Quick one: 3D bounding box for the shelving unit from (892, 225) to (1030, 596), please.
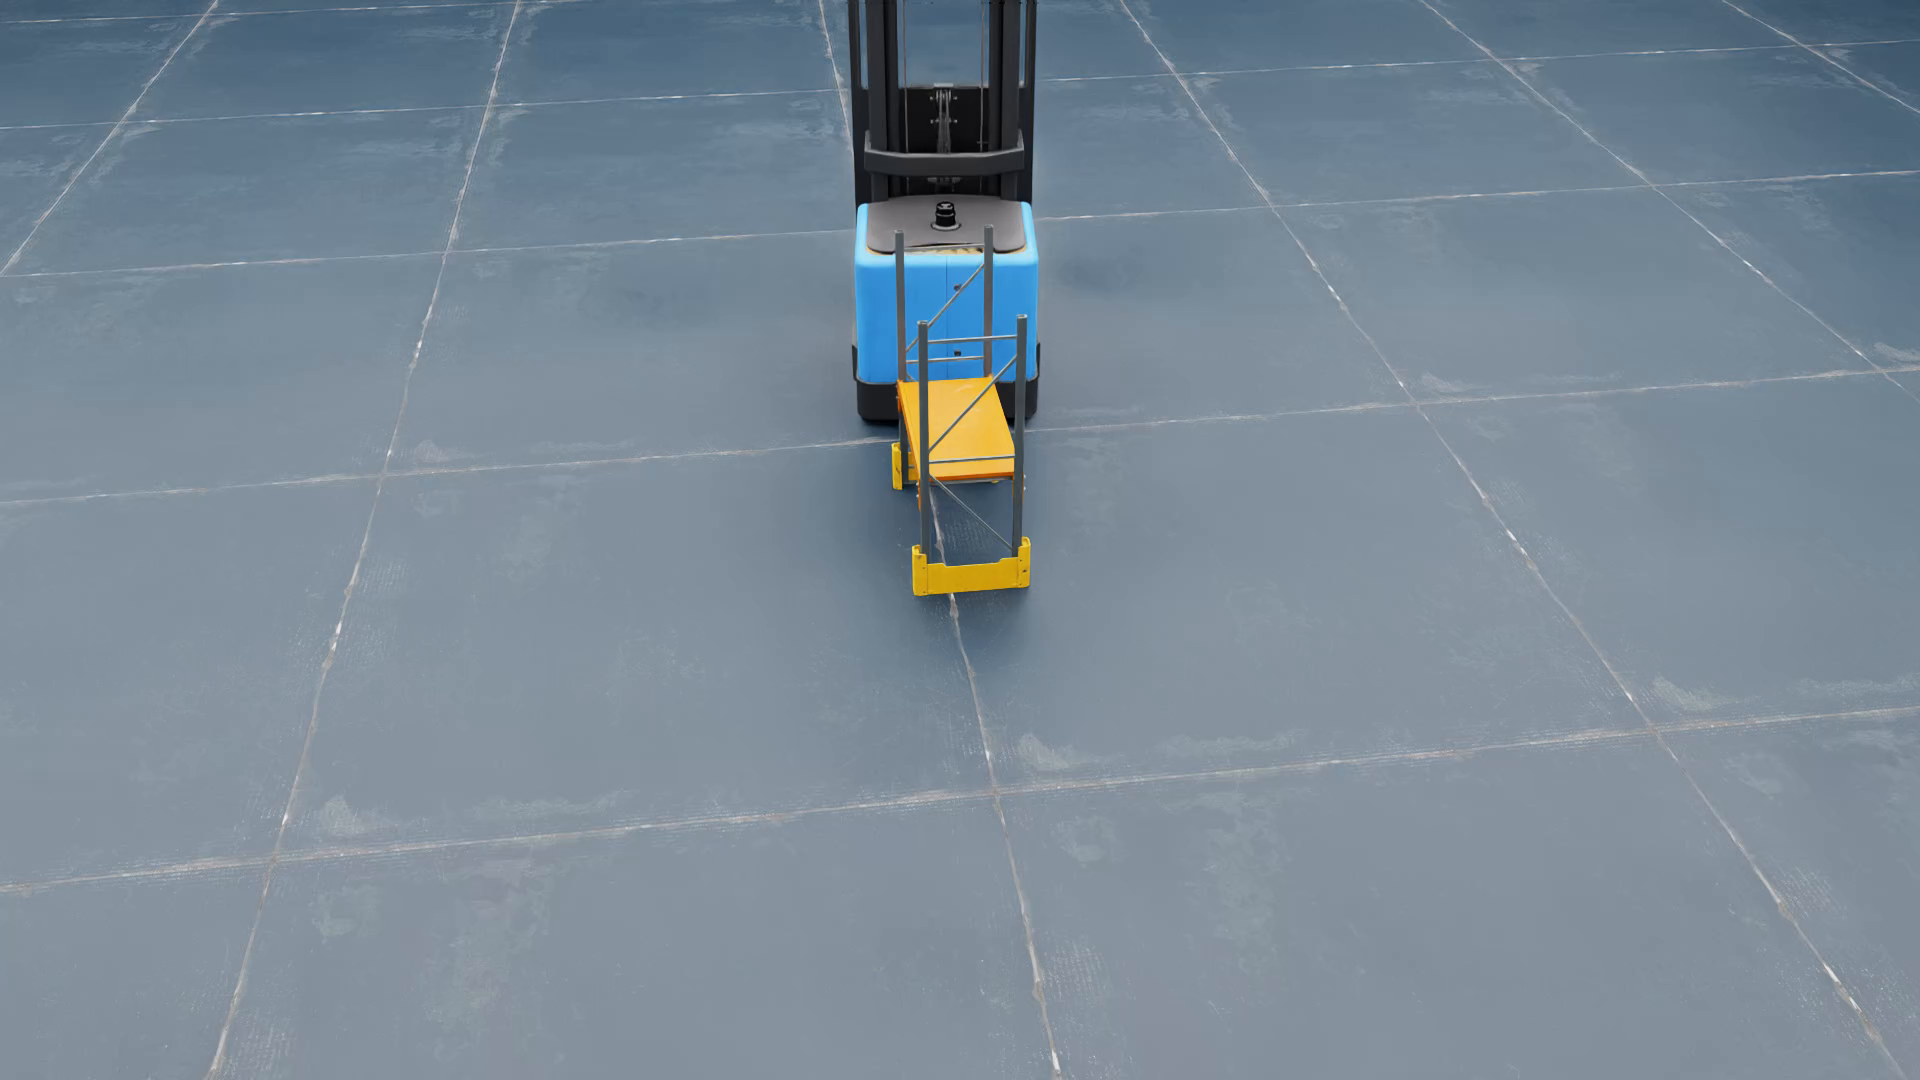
[{"bbox_3d":[-0.010,-0.662,8.390,0.587,1.500,1.083,-4,35,-6],"label":"shelving unit"}]

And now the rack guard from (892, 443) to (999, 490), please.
[{"bbox_3d":[-0.077,-0.424,9.150,0.587,0.250,0.087,-4,35,-6],"label":"rack guard"}]

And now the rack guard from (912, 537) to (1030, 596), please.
[{"bbox_3d":[0.057,0.132,8.334,0.587,0.250,0.087,-4,35,-6],"label":"rack guard"}]

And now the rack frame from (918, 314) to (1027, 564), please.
[{"bbox_3d":[0.057,-0.384,7.981,0.500,1.500,0.032,-4,35,-6],"label":"rack frame"}]

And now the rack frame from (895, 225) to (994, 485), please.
[{"bbox_3d":[-0.080,-0.951,8.814,0.500,1.500,0.032,-4,35,-6],"label":"rack frame"}]

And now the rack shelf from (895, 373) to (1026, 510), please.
[{"bbox_3d":[-0.011,-0.519,8.499,0.538,0.185,1.000,-4,35,-6],"label":"rack shelf"}]

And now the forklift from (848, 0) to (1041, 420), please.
[{"bbox_3d":[-0.107,-2.705,10.117,1.130,2.935,3.031,-1,34,-1],"label":"forklift"}]
